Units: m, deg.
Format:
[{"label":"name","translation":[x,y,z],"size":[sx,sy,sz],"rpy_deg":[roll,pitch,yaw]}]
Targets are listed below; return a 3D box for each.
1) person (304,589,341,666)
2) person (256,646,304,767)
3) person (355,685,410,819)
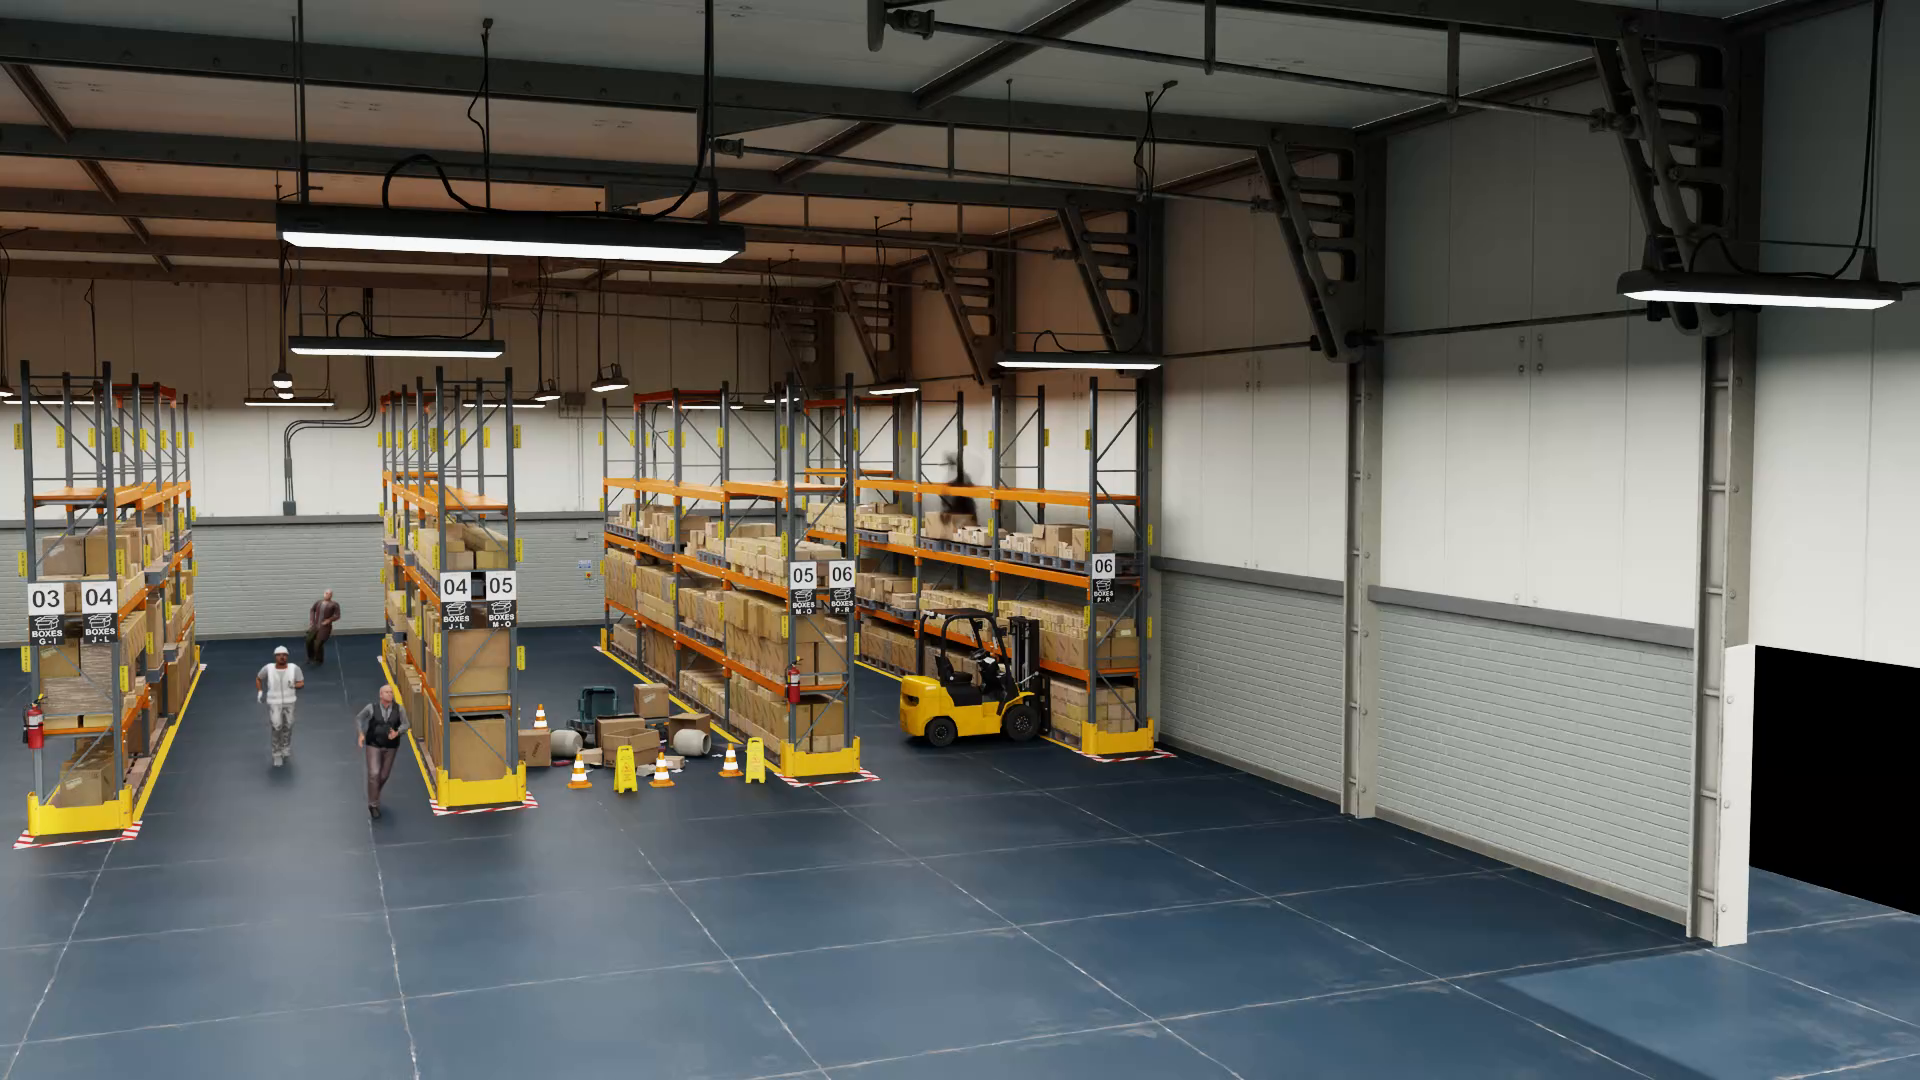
[{"label":"person","translation":[-14.093,1.944,36.663],"size":[0.779,1.701,0.571],"rpy_deg":[1,3,9]},{"label":"person","translation":[-10.503,2.562,25.740],"size":[0.662,1.844,0.785],"rpy_deg":[-2,4,-32]},{"label":"person","translation":[-7.772,2.815,22.418],"size":[0.684,1.733,0.888],"rpy_deg":[-2,4,-29]}]
